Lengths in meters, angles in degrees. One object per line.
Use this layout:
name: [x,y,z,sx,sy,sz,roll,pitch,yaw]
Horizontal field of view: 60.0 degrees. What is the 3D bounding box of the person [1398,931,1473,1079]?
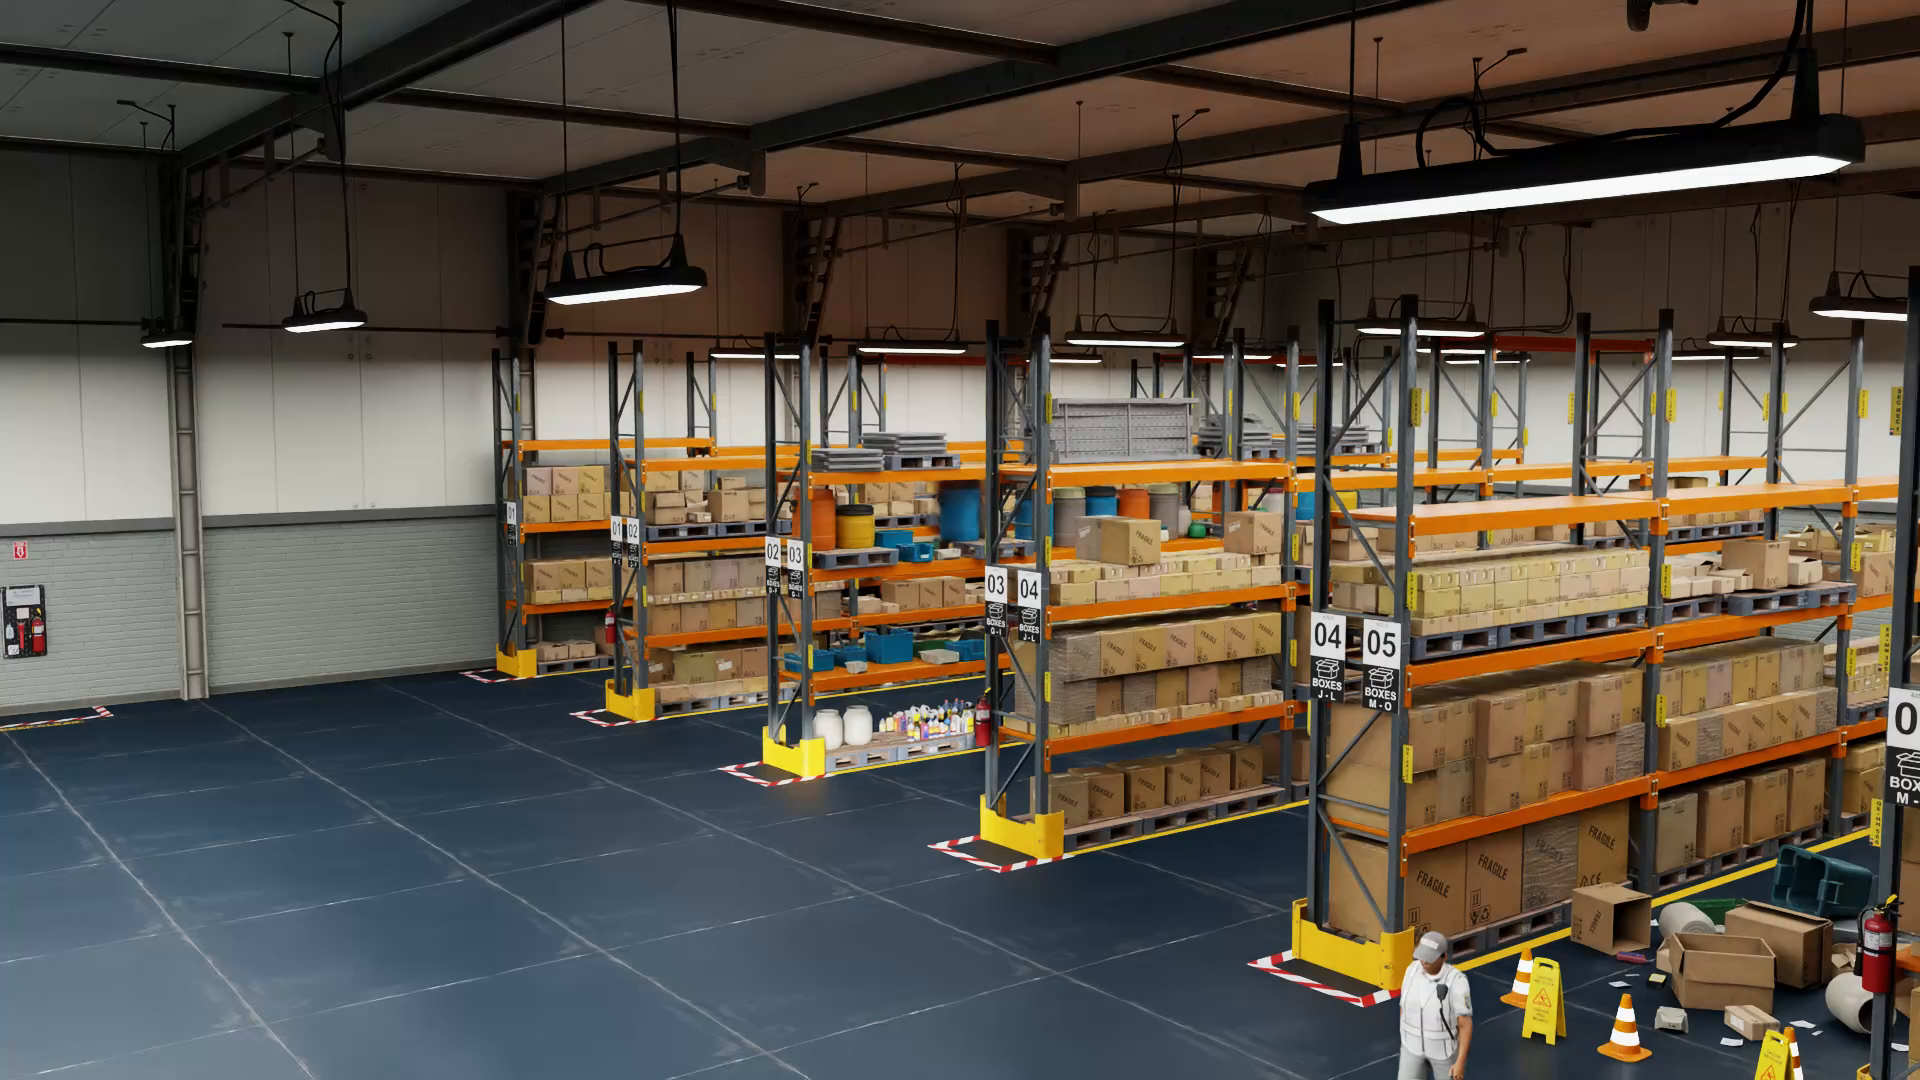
person: [3.107,3.386,10.927,0.529,1.673,0.679,4,6,37]
